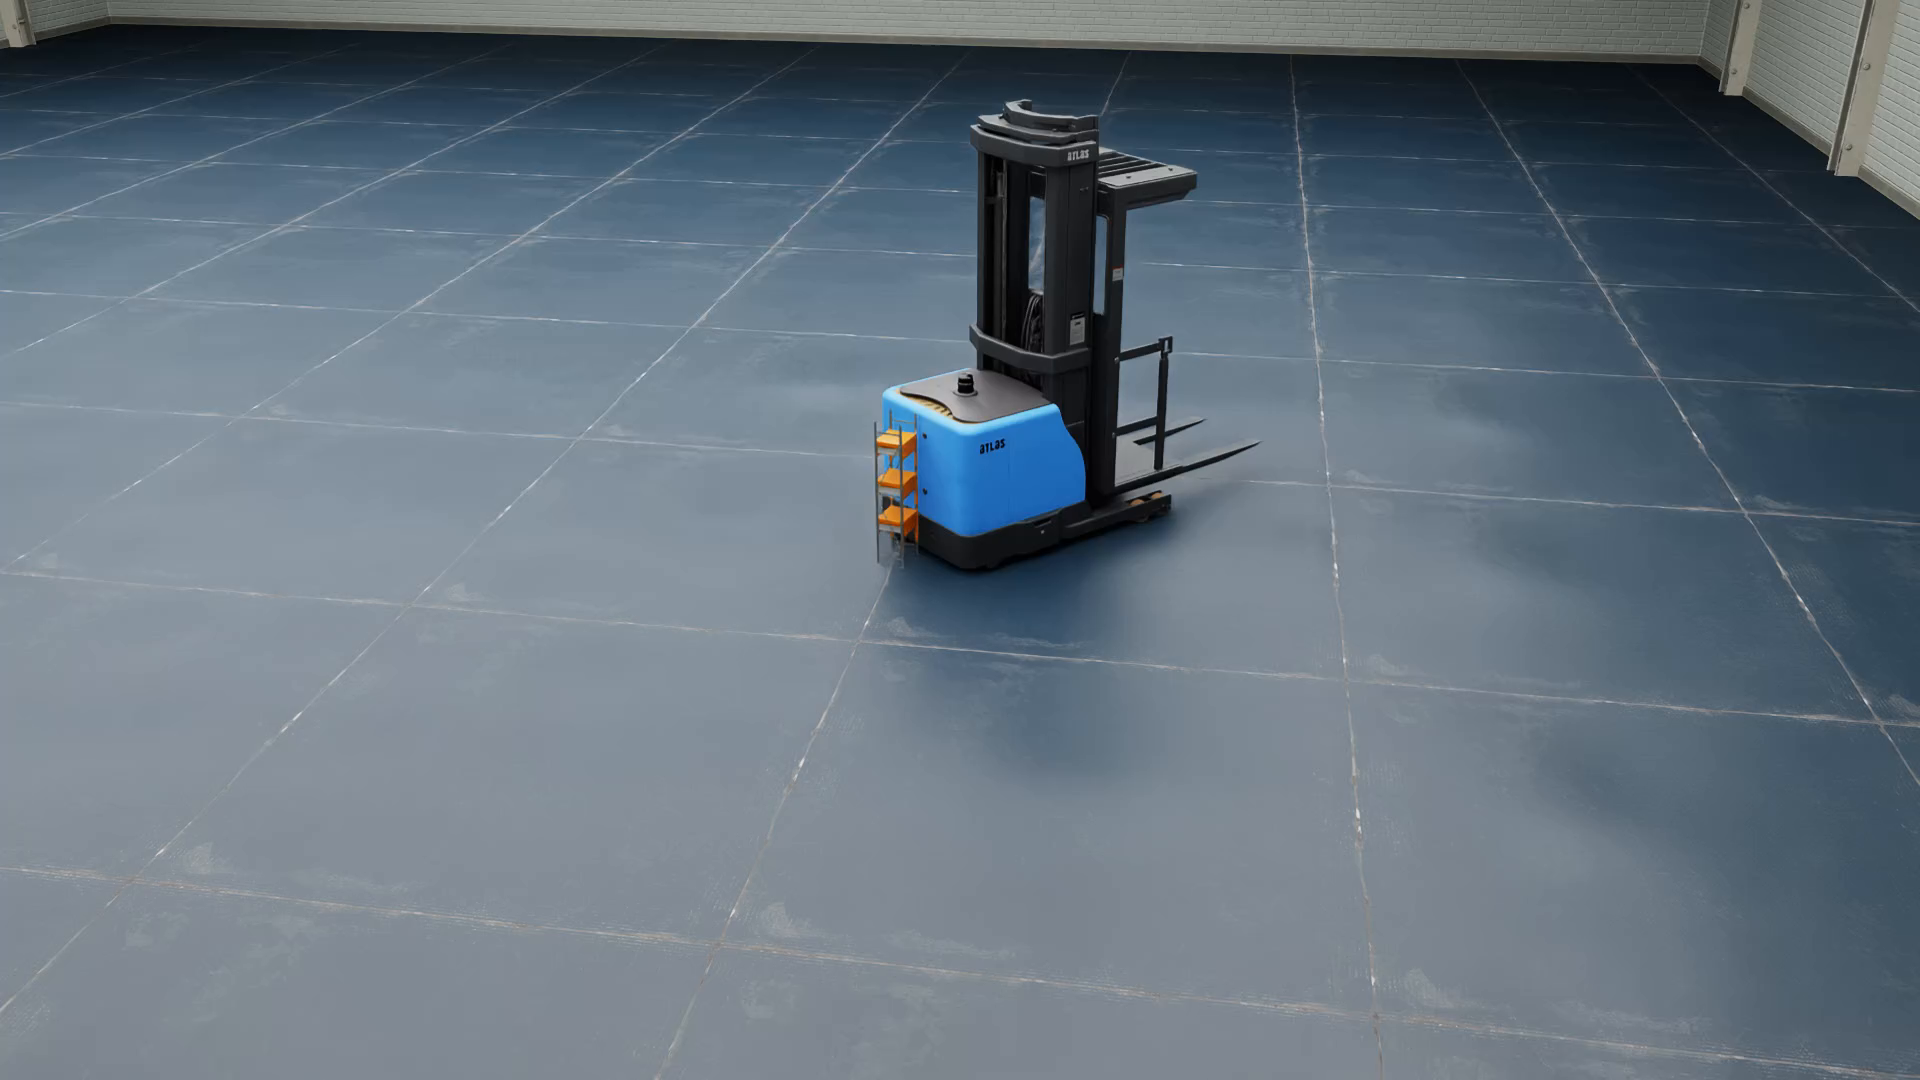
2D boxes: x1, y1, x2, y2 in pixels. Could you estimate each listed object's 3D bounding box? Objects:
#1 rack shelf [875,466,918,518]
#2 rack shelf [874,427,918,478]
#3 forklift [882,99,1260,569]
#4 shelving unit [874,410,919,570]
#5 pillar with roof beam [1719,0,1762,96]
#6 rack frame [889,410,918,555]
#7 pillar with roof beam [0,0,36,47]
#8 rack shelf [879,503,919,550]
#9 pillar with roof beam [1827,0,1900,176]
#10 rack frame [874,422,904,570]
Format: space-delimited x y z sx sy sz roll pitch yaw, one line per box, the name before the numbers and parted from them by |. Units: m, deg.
rack shelf | -0.430 -0.329 11.283 0.215 0.259 0.240 10 27 20
rack shelf | -0.430 -0.586 11.162 0.215 0.259 0.240 10 27 20
forklift | 0.927 -1.614 11.785 3.031 2.935 1.130 -18 30 -33
shelving unit | -0.430 -0.338 11.278 0.215 1.050 0.252 10 27 20
pillar with roof beam | 8.593 -11.813 26.418 9.100 9.000 0.400 4 25 9
rack frame | -0.383 -0.386 11.380 0.200 1.050 0.008 10 27 20
pillar with roof beam | -13.989 -13.399 29.806 9.100 9.000 0.400 4 25 9
rack shelf | -0.430 -0.077 11.401 0.215 0.259 0.240 10 27 20
pillar with roof beam | 7.613 -9.304 21.057 9.100 9.000 0.400 4 25 9
rack frame | -0.476 -0.290 11.176 0.200 1.050 0.008 10 27 20
